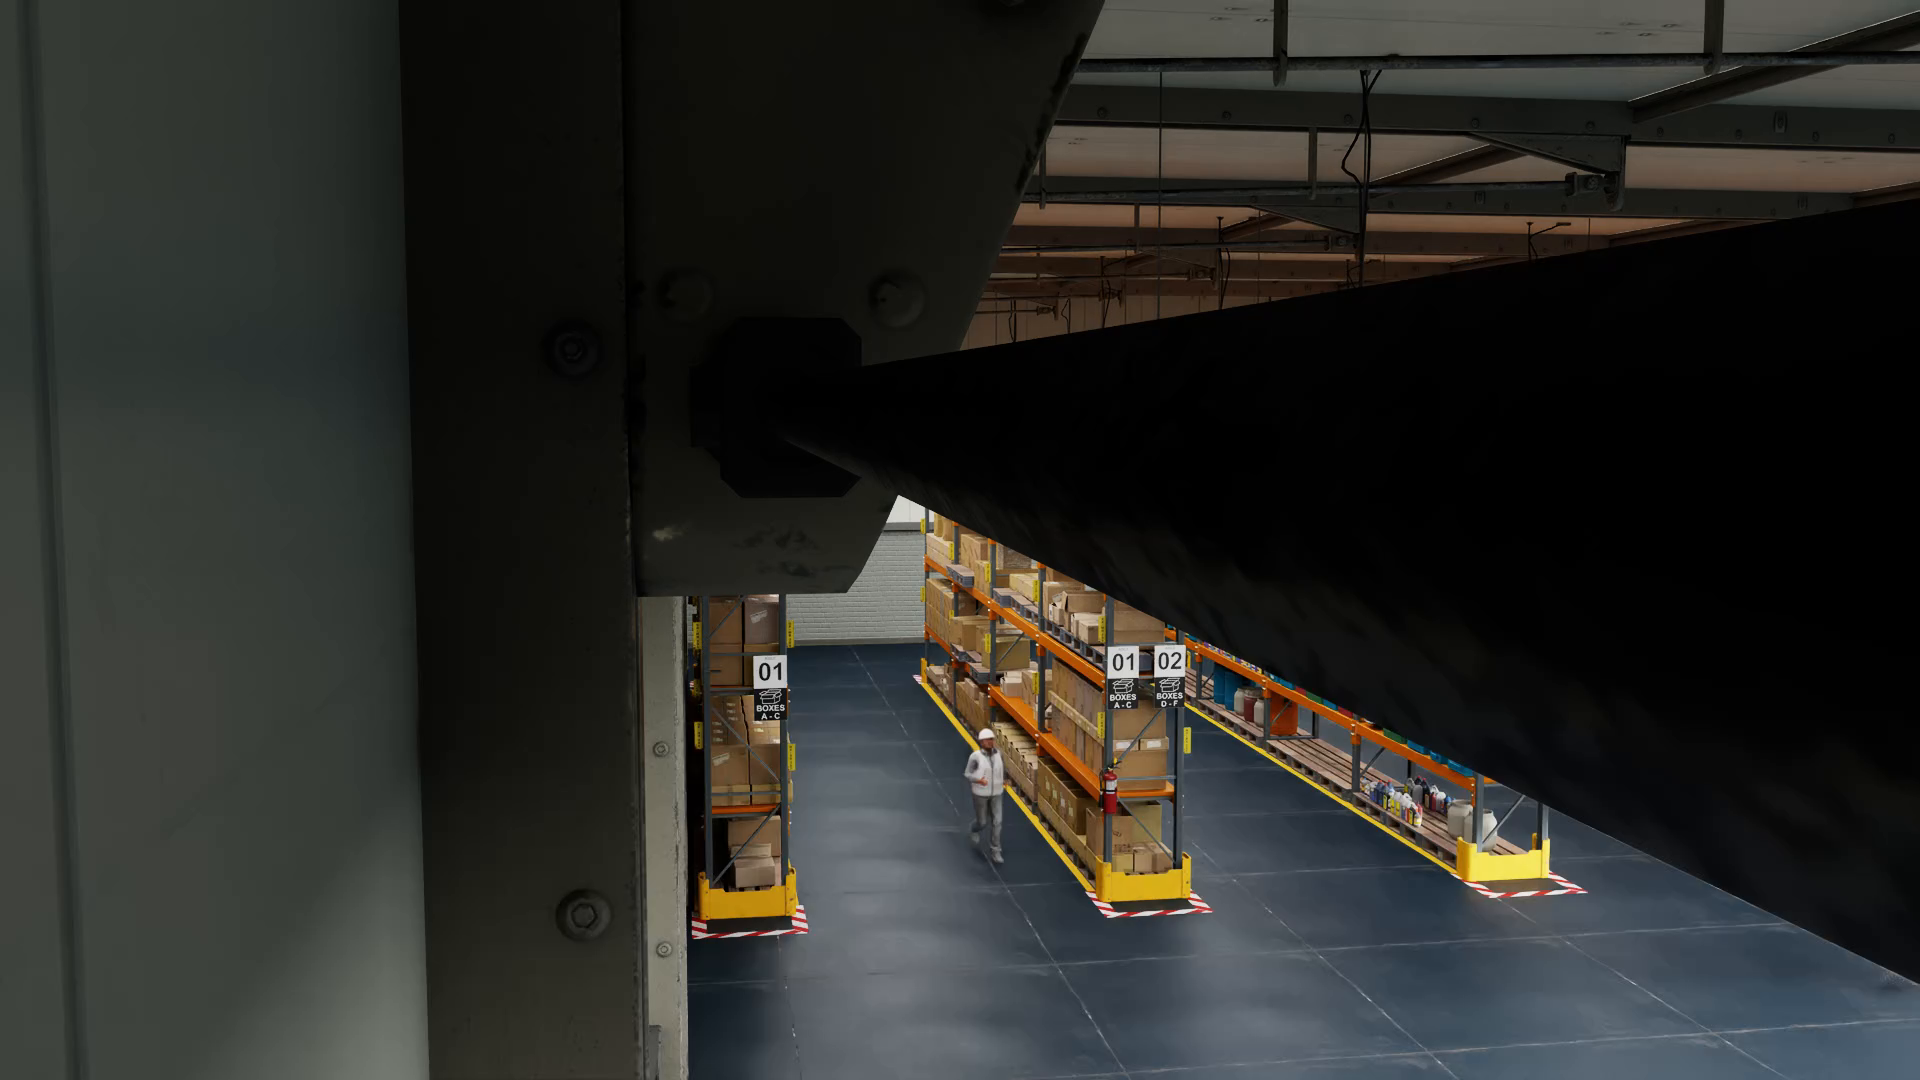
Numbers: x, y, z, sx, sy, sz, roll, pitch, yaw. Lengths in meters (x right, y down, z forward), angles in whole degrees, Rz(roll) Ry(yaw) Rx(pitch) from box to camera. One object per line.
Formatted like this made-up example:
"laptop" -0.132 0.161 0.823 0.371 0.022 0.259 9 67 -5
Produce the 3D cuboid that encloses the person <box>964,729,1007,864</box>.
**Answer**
"person" 0.376 3.449 22.677 0.661 1.770 0.935 -2 5 -20
